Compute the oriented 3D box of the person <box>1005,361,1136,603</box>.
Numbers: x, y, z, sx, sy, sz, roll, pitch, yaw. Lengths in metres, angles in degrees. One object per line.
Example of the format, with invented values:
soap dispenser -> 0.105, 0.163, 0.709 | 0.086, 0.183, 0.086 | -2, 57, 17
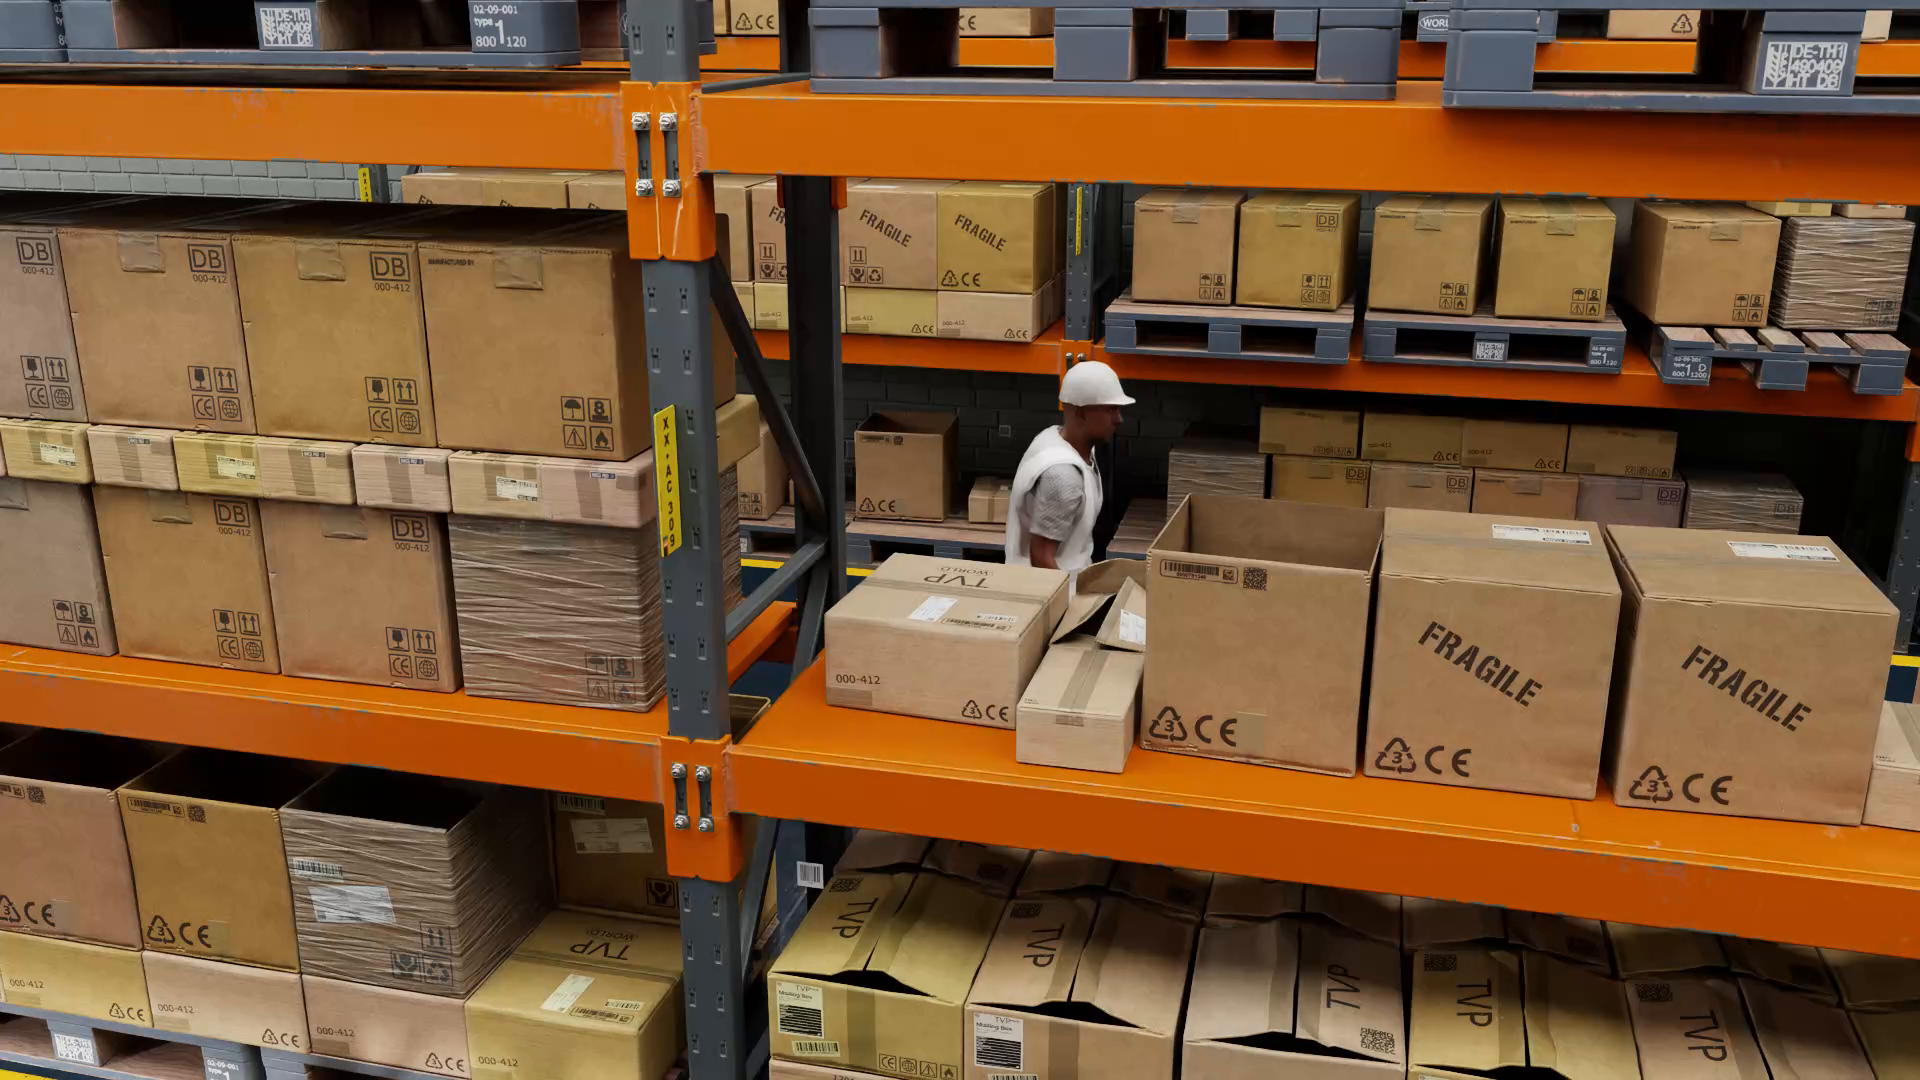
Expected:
person -> 0.393, 0.222, 6.111 | 0.452, 1.774, 0.629 | 4, 19, 12
